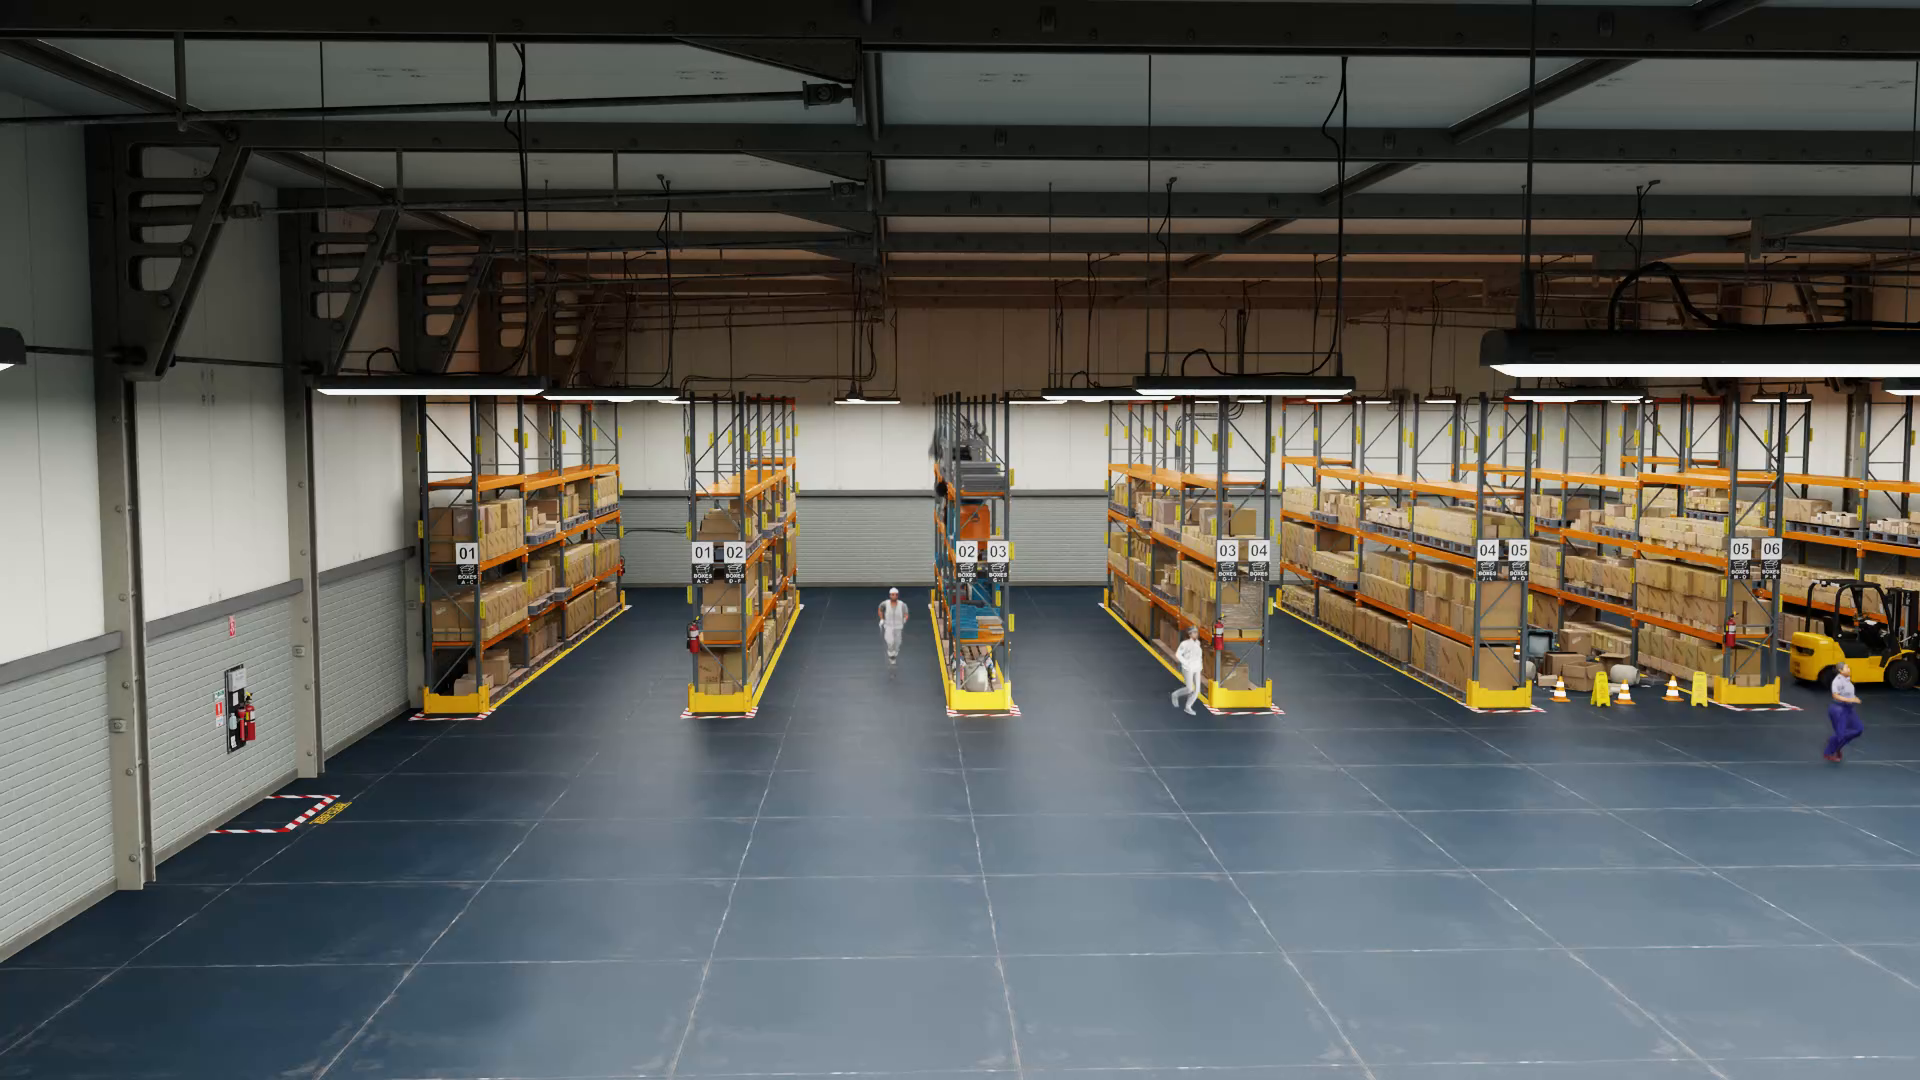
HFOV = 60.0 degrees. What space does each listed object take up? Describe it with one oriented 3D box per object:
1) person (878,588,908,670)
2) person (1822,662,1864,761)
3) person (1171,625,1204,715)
[{"bbox_3d":[-1.397,1.872,34.964,0.607,1.767,0.992,-1,5,-12],"label":"person"},{"bbox_3d":[14.211,2.764,26.753,0.570,1.617,0.627,5,6,45],"label":"person"},{"bbox_3d":[4.306,2.414,31.174,0.639,1.656,0.572,-3,6,-34],"label":"person"}]
